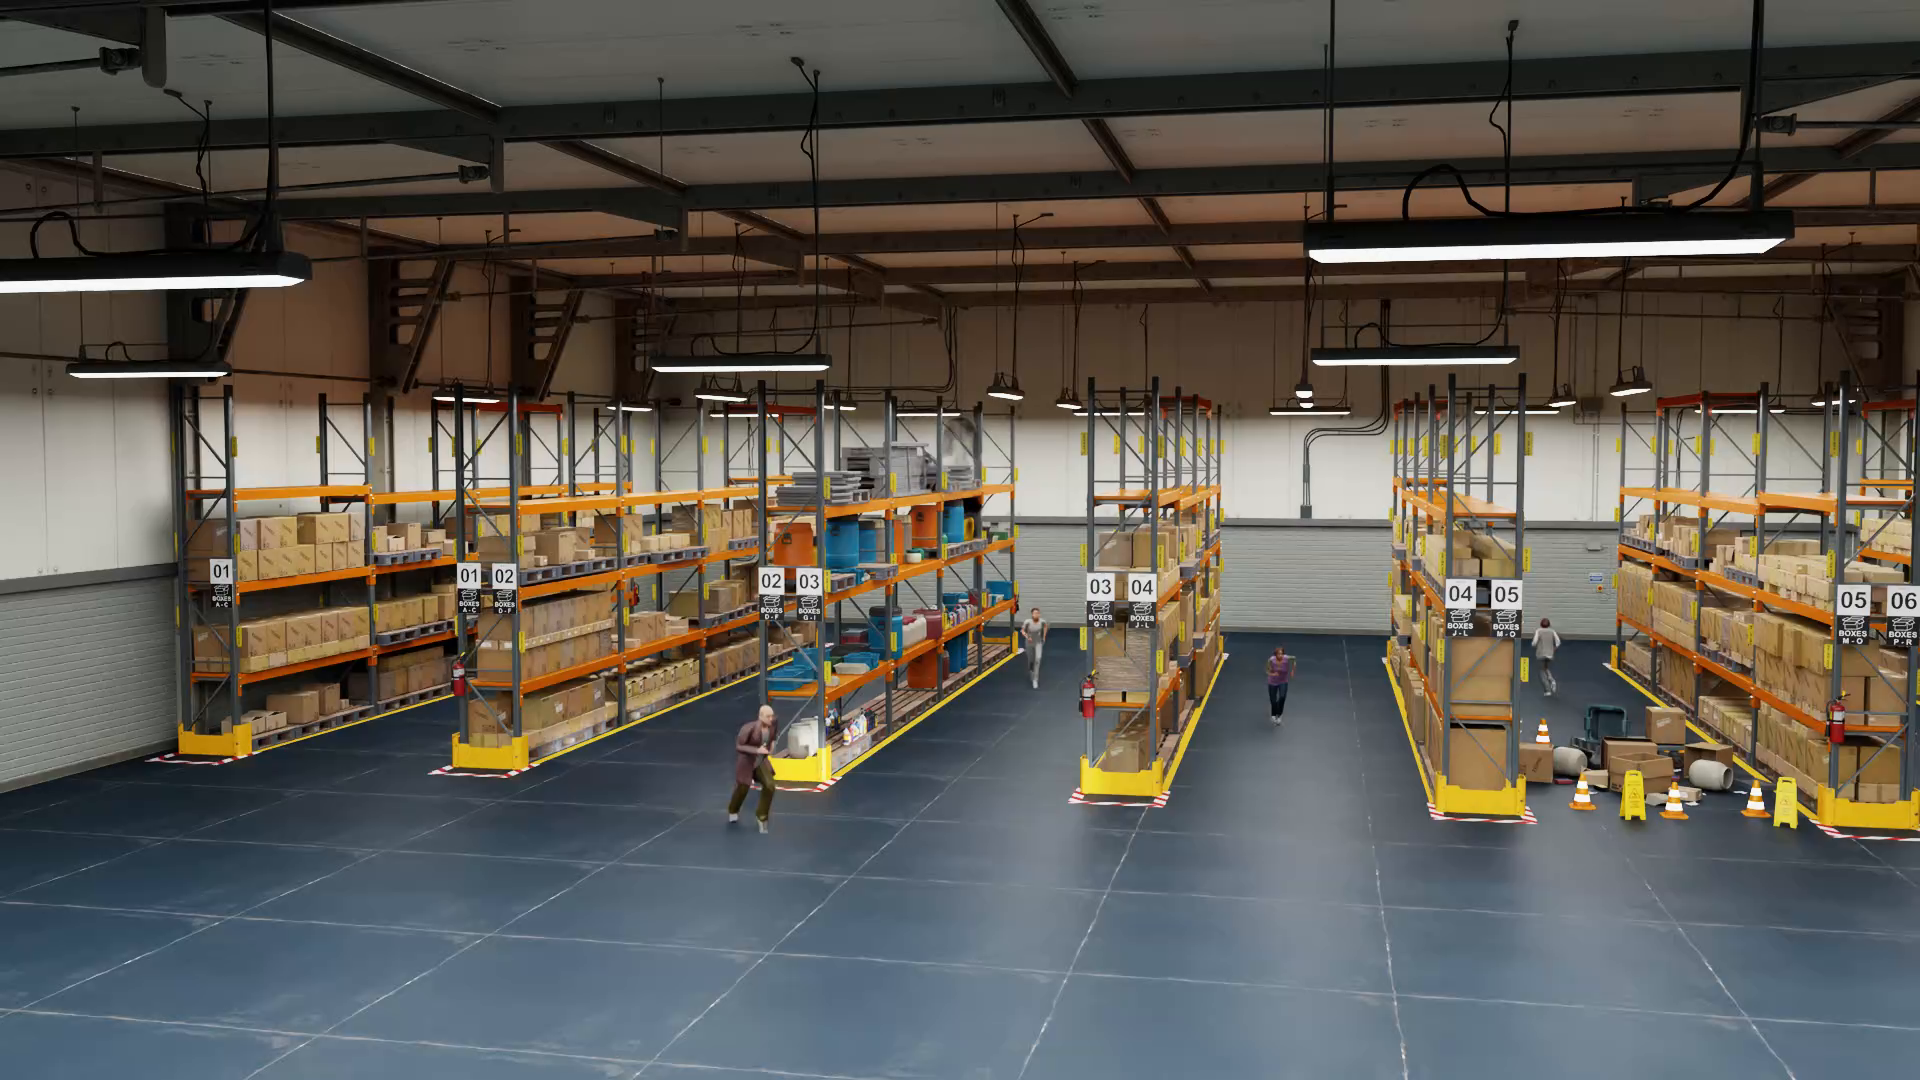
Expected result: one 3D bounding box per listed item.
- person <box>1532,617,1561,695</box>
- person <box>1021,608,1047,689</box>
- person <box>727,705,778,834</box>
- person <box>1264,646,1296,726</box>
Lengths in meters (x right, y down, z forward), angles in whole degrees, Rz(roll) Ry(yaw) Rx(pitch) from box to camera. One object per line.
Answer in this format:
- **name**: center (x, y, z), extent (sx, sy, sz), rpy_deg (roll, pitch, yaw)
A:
- **person**: center (11.797, 2.341, 33.578), extent (0.521, 1.567, 0.540), rpy_deg (0, 3, 1)
- **person**: center (1.557, 2.229, 34.964), extent (0.568, 1.656, 1.094), rpy_deg (0, 3, 0)
- **person**: center (-2.706, 2.977, 21.726), extent (0.750, 1.732, 1.071), rpy_deg (-3, 4, -40)
- **person**: center (5.723, 2.608, 29.753), extent (0.575, 1.453, 0.890), rpy_deg (0, 3, 5)
